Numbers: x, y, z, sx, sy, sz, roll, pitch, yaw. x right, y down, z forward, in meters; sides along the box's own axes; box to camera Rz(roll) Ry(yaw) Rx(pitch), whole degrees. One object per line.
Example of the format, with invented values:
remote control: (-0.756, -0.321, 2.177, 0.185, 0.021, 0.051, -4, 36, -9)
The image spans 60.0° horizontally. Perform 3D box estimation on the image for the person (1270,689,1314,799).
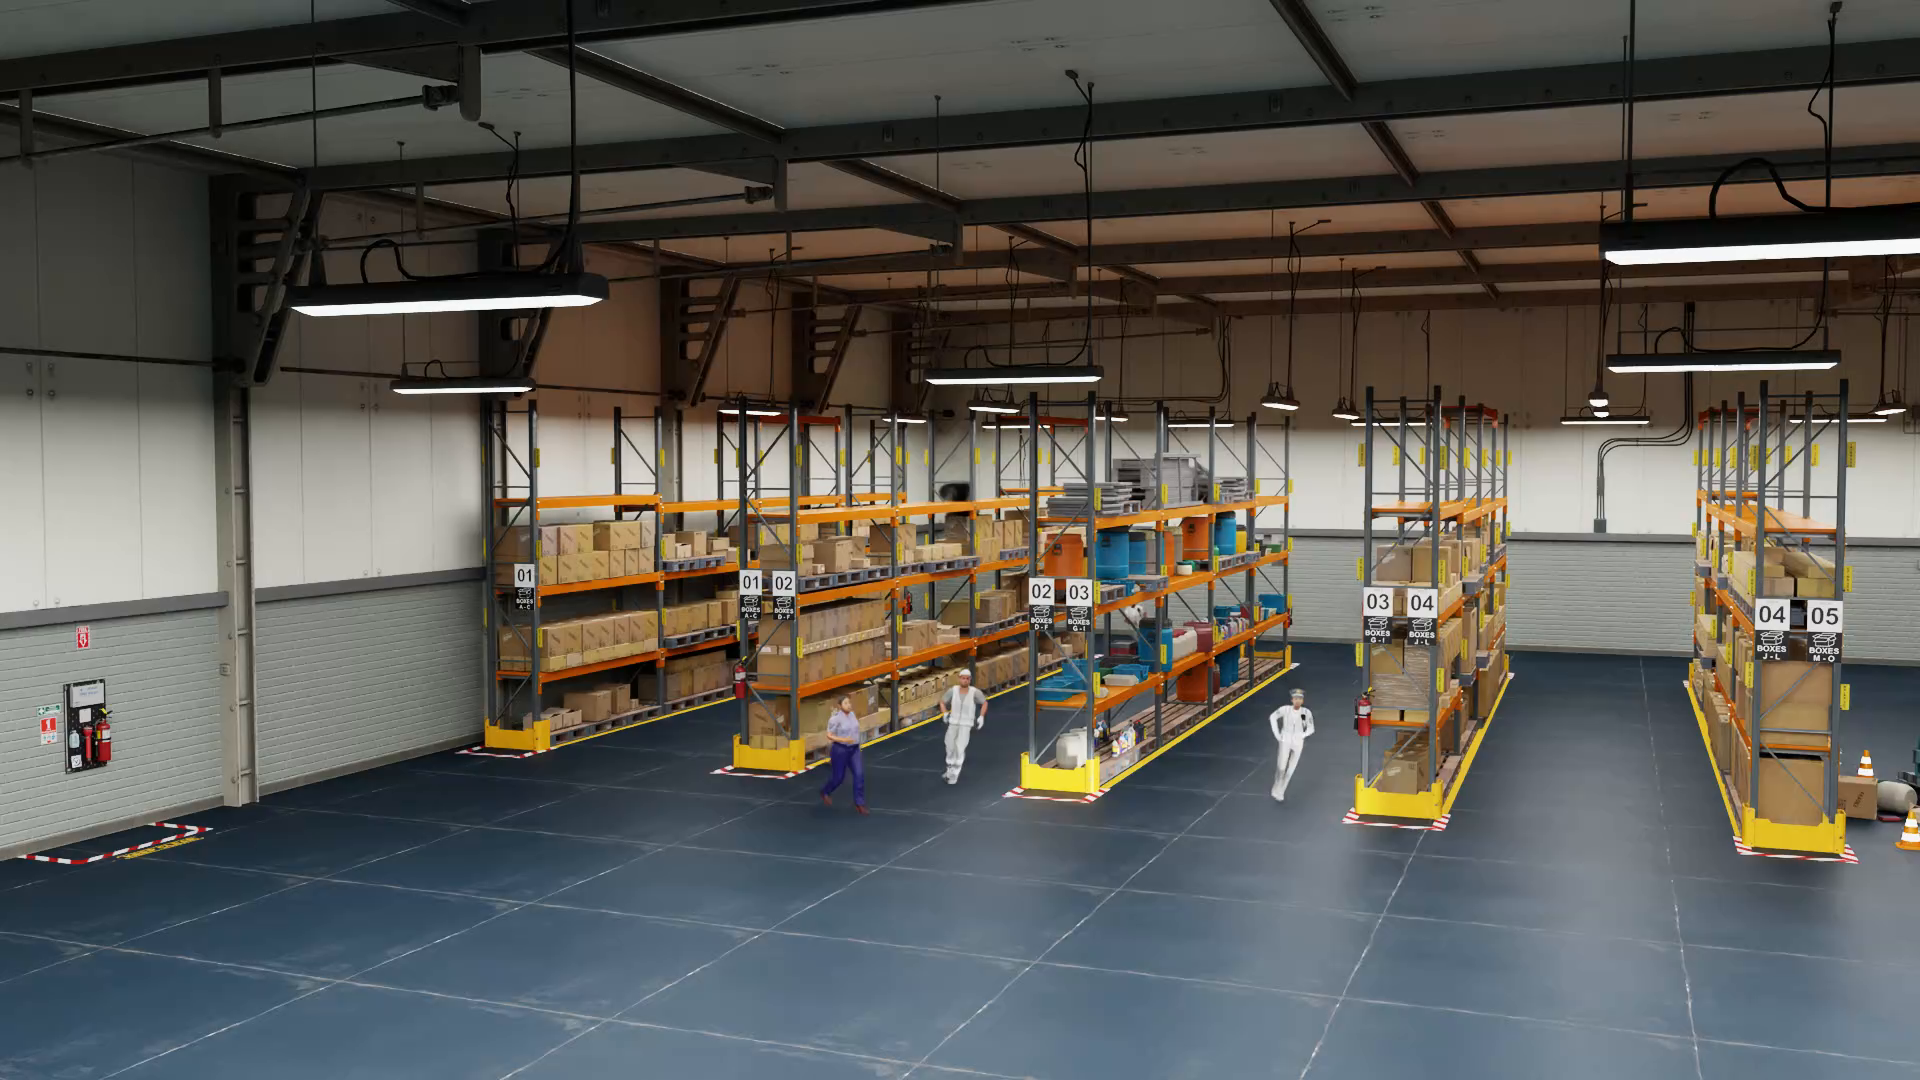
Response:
person: (4.847, 2.977, 24.239, 0.615, 1.656, 0.542, 0, 3, 5)

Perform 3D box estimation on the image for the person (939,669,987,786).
person: (0.024, 2.871, 25.568, 0.717, 1.776, 0.673, 1, 3, 13)

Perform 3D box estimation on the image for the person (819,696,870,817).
person: (-1.626, 3.023, 23.467, 0.617, 1.665, 0.935, -2, 4, -42)

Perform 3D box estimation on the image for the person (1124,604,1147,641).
person: (4.359, 2.163, 40.925, 0.648, 1.633, 0.587, 0, 3, 4)
